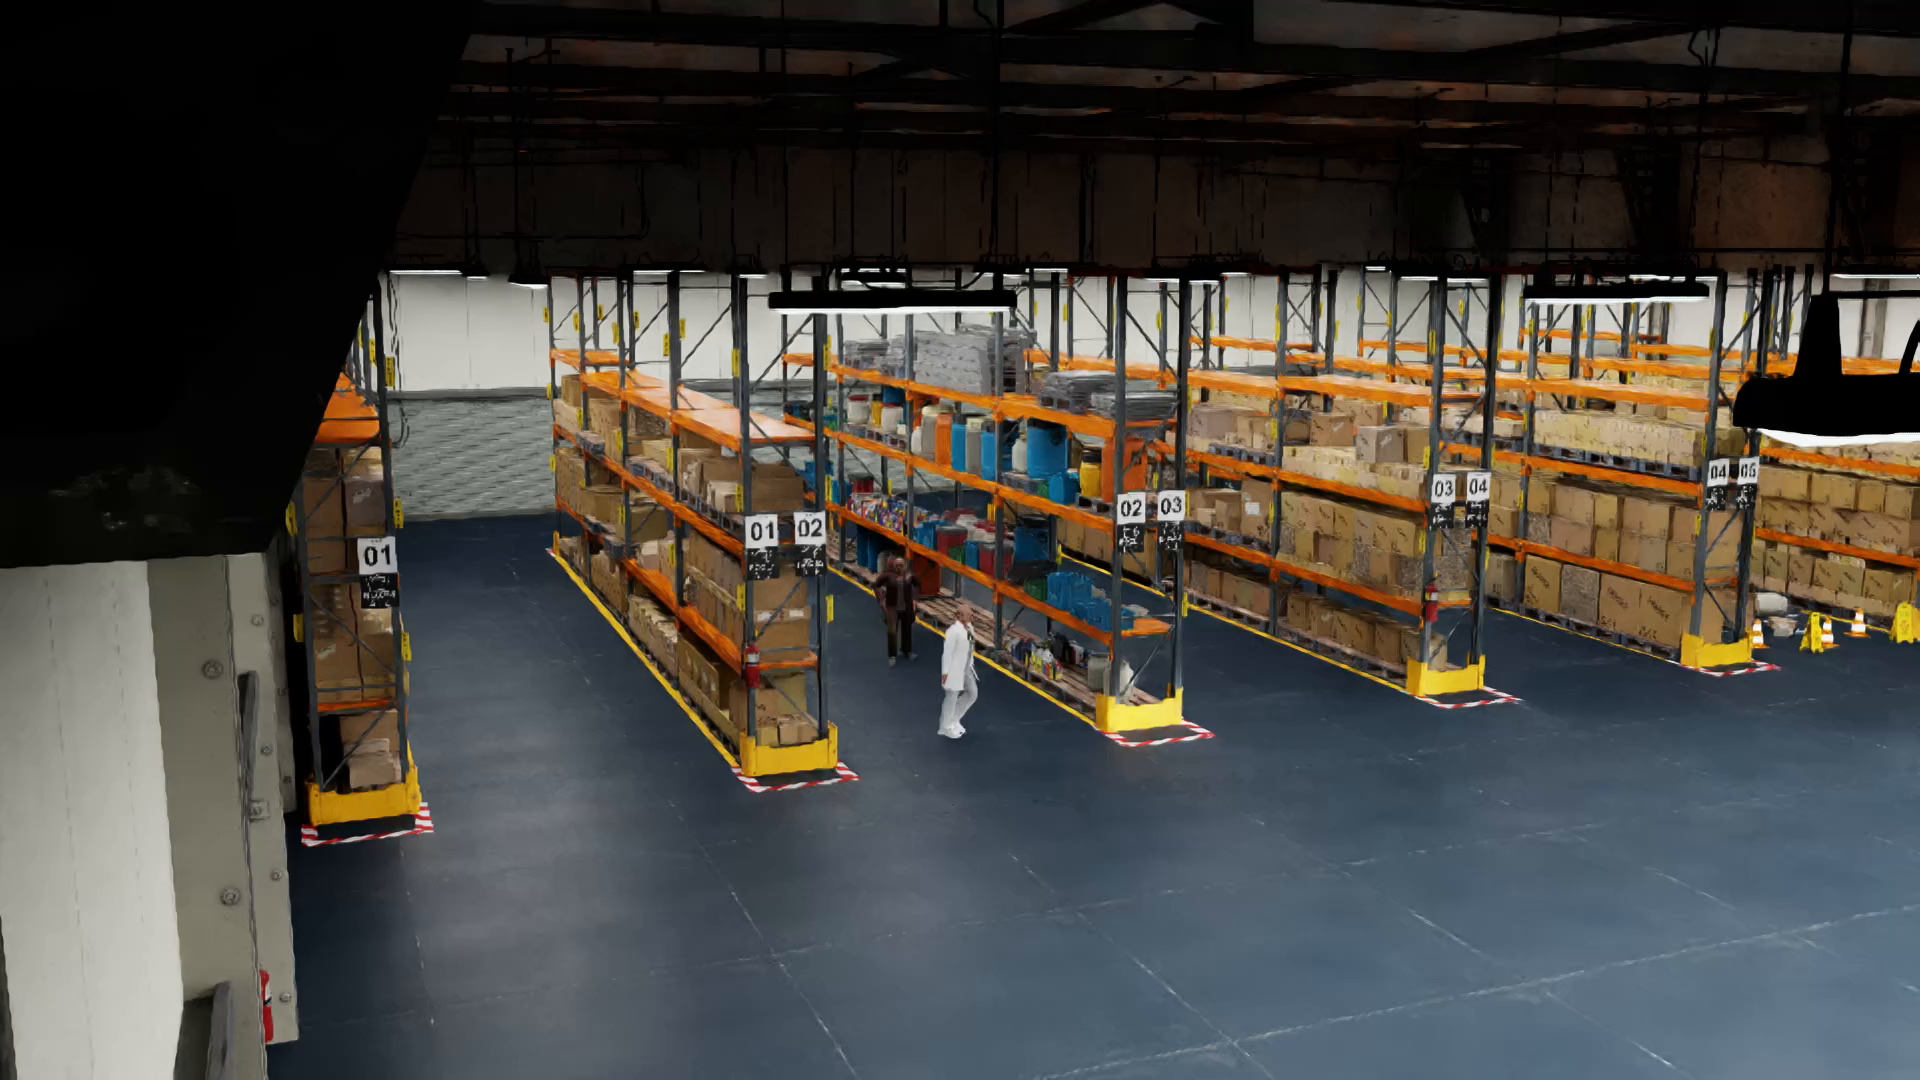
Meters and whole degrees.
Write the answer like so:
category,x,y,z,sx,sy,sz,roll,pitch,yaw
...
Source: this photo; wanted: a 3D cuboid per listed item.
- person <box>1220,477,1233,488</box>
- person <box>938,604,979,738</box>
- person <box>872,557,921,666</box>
category,x,y,z,sx,sy,sz,roll,pitch,yaw
person,6.950,-2.068,43.850,0.442,1.595,0.510,5,11,26
person,-0.033,1.692,21.760,0.503,1.766,0.595,5,11,28
person,-0.978,1.050,25.764,0.756,1.696,0.723,-3,10,-16
